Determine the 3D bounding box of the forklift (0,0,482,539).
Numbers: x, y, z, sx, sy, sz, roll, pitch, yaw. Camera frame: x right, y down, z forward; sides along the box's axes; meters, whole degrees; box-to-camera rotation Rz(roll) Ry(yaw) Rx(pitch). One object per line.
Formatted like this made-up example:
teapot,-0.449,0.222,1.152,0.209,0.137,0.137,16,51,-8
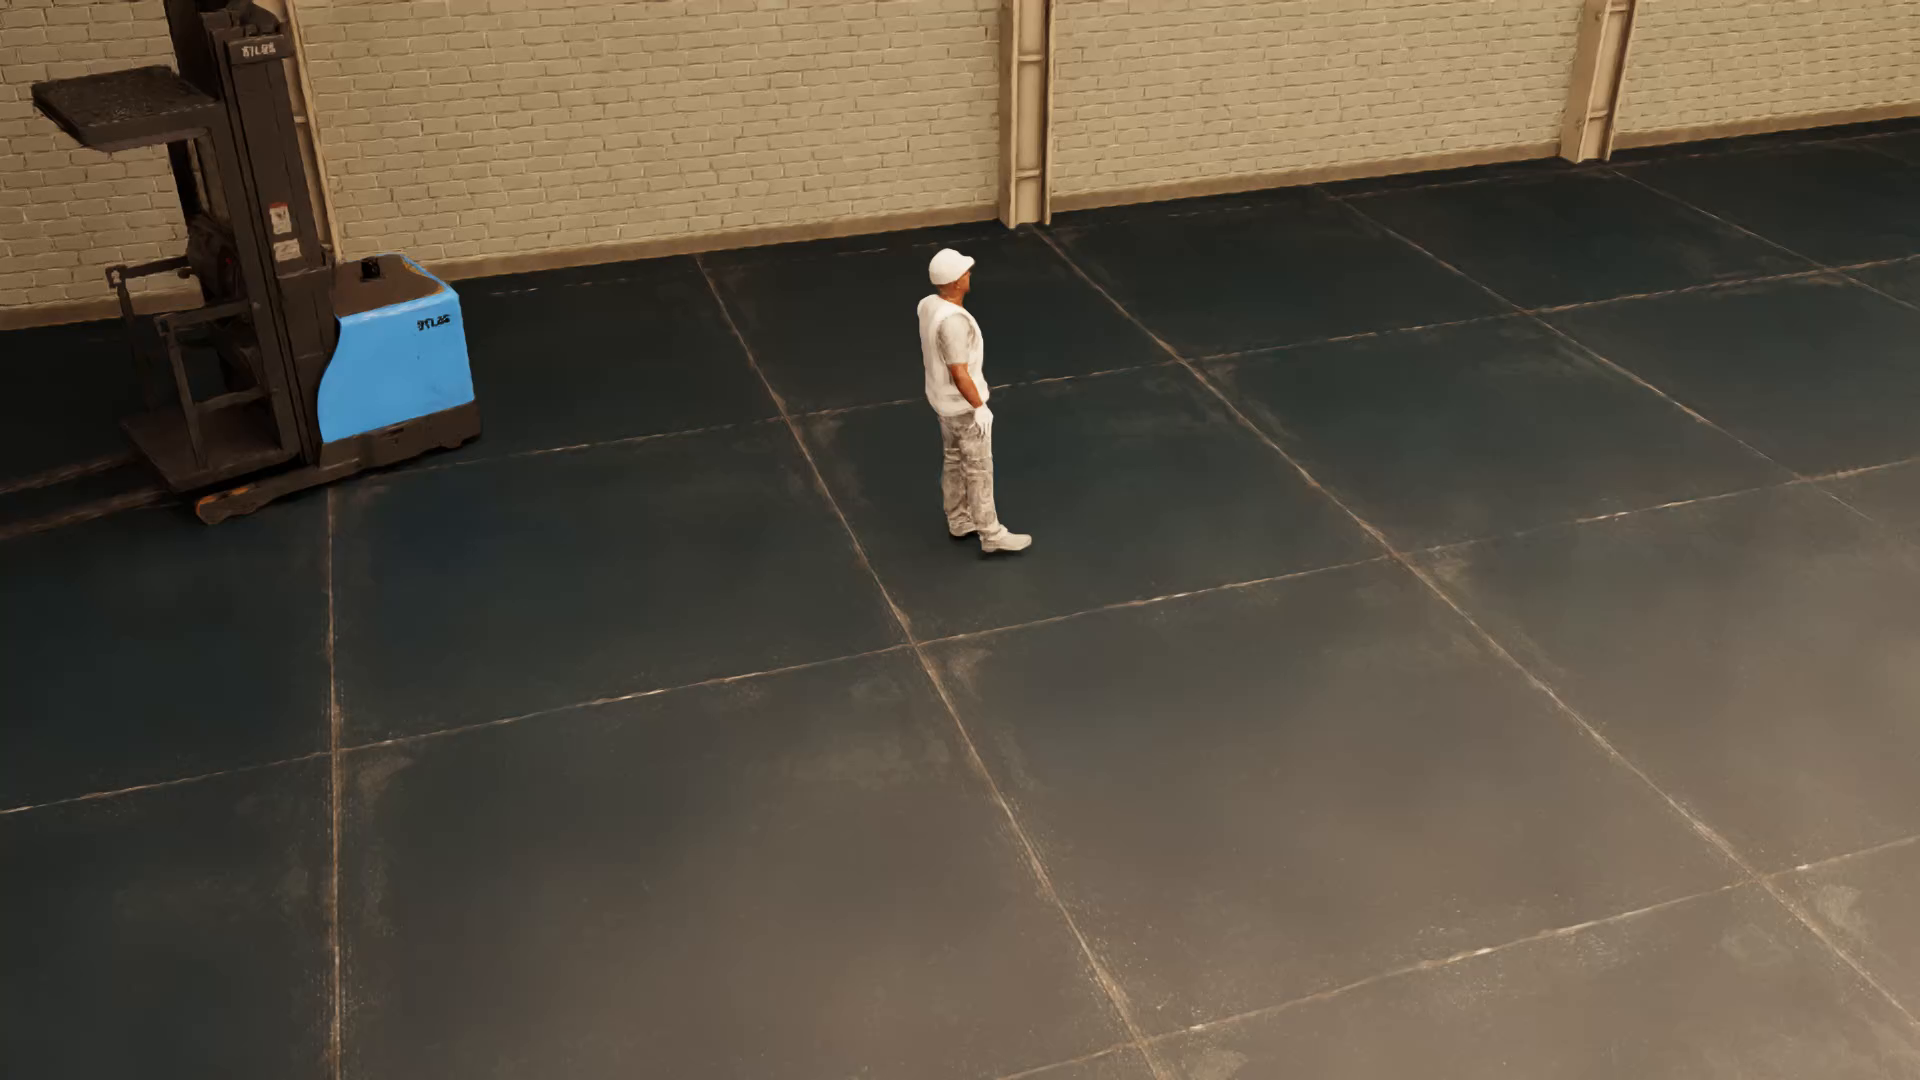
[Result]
forklift,-4.676,-1.665,9.980,3.031,2.935,1.130,-22,36,-33

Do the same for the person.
person,0.071,-0.819,9.573,0.576,1.777,0.655,-10,31,-16
